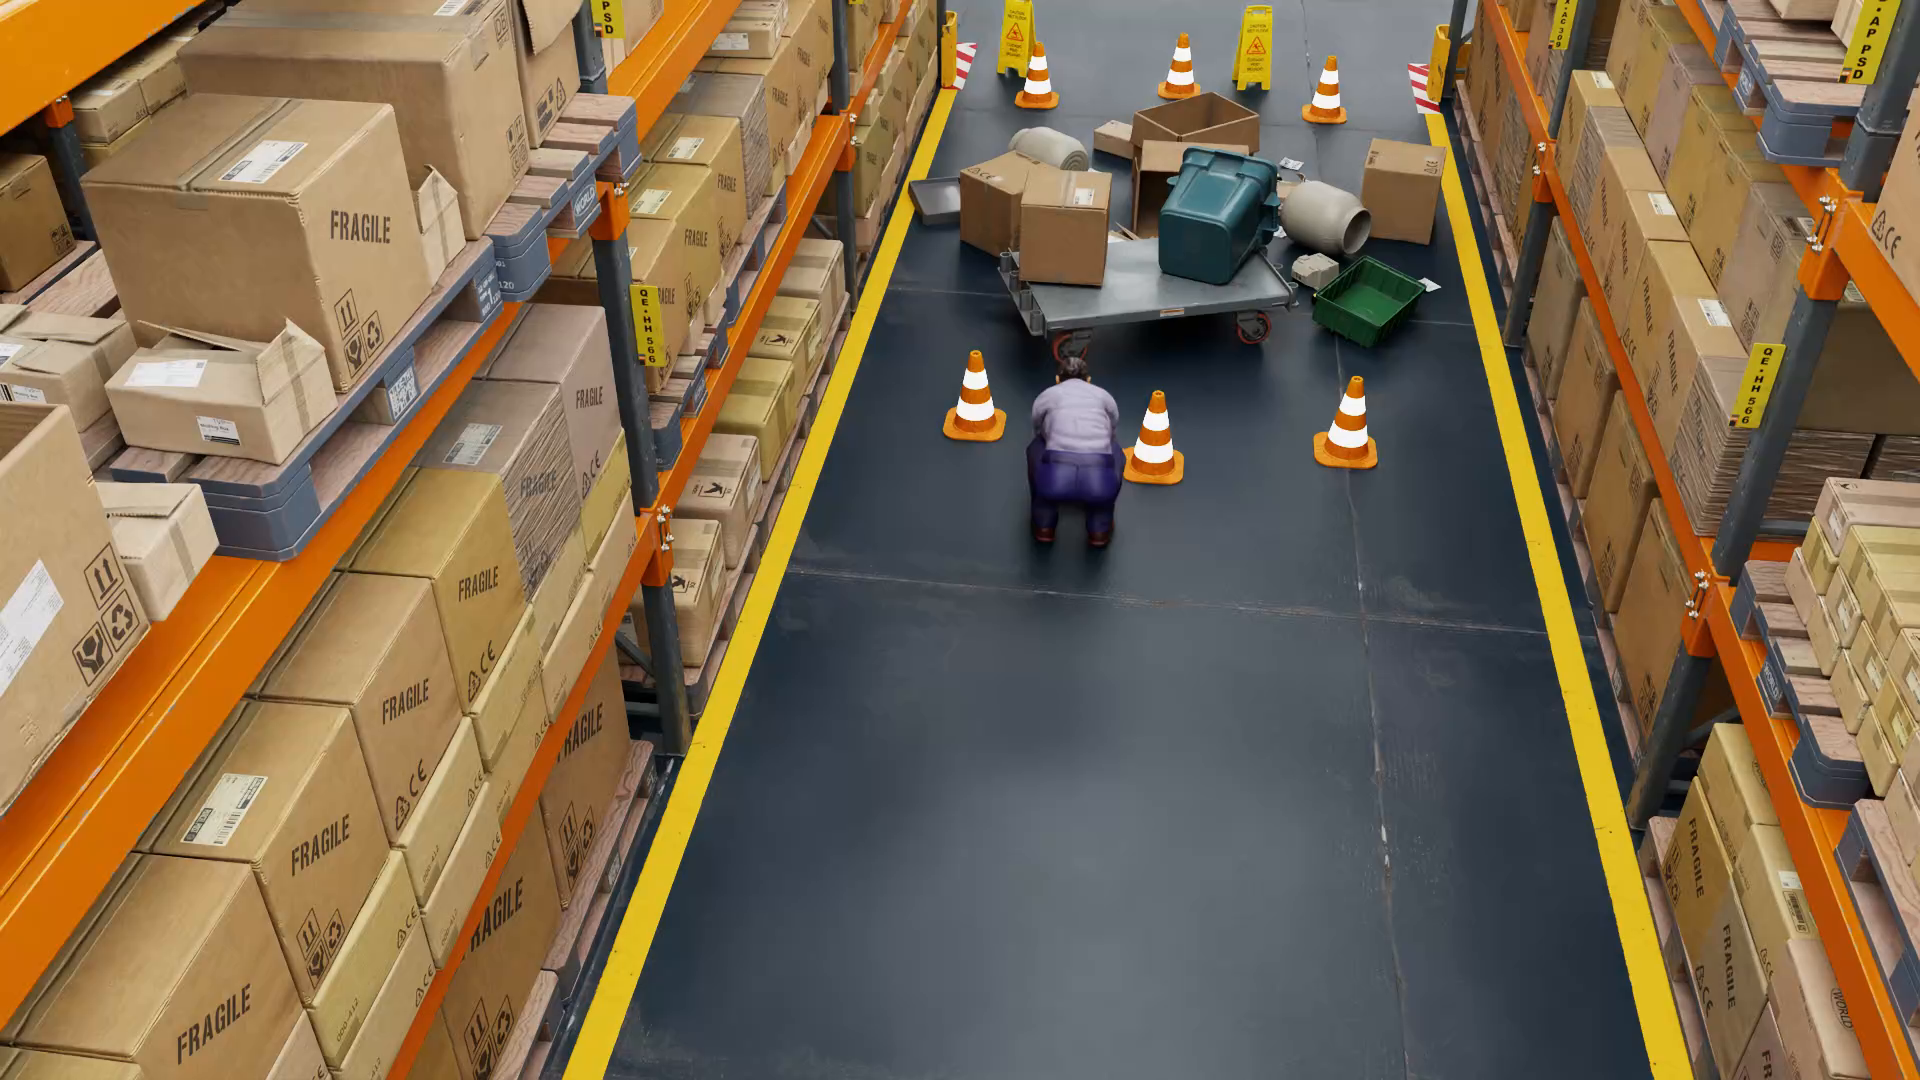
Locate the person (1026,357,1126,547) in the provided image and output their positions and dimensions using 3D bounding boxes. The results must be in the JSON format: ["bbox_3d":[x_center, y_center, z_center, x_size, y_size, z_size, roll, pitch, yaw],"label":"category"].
[{"bbox_3d":[0.585,-0.418,8.422,0.515,0.773,0.871,4,37,5],"label":"person"}]
